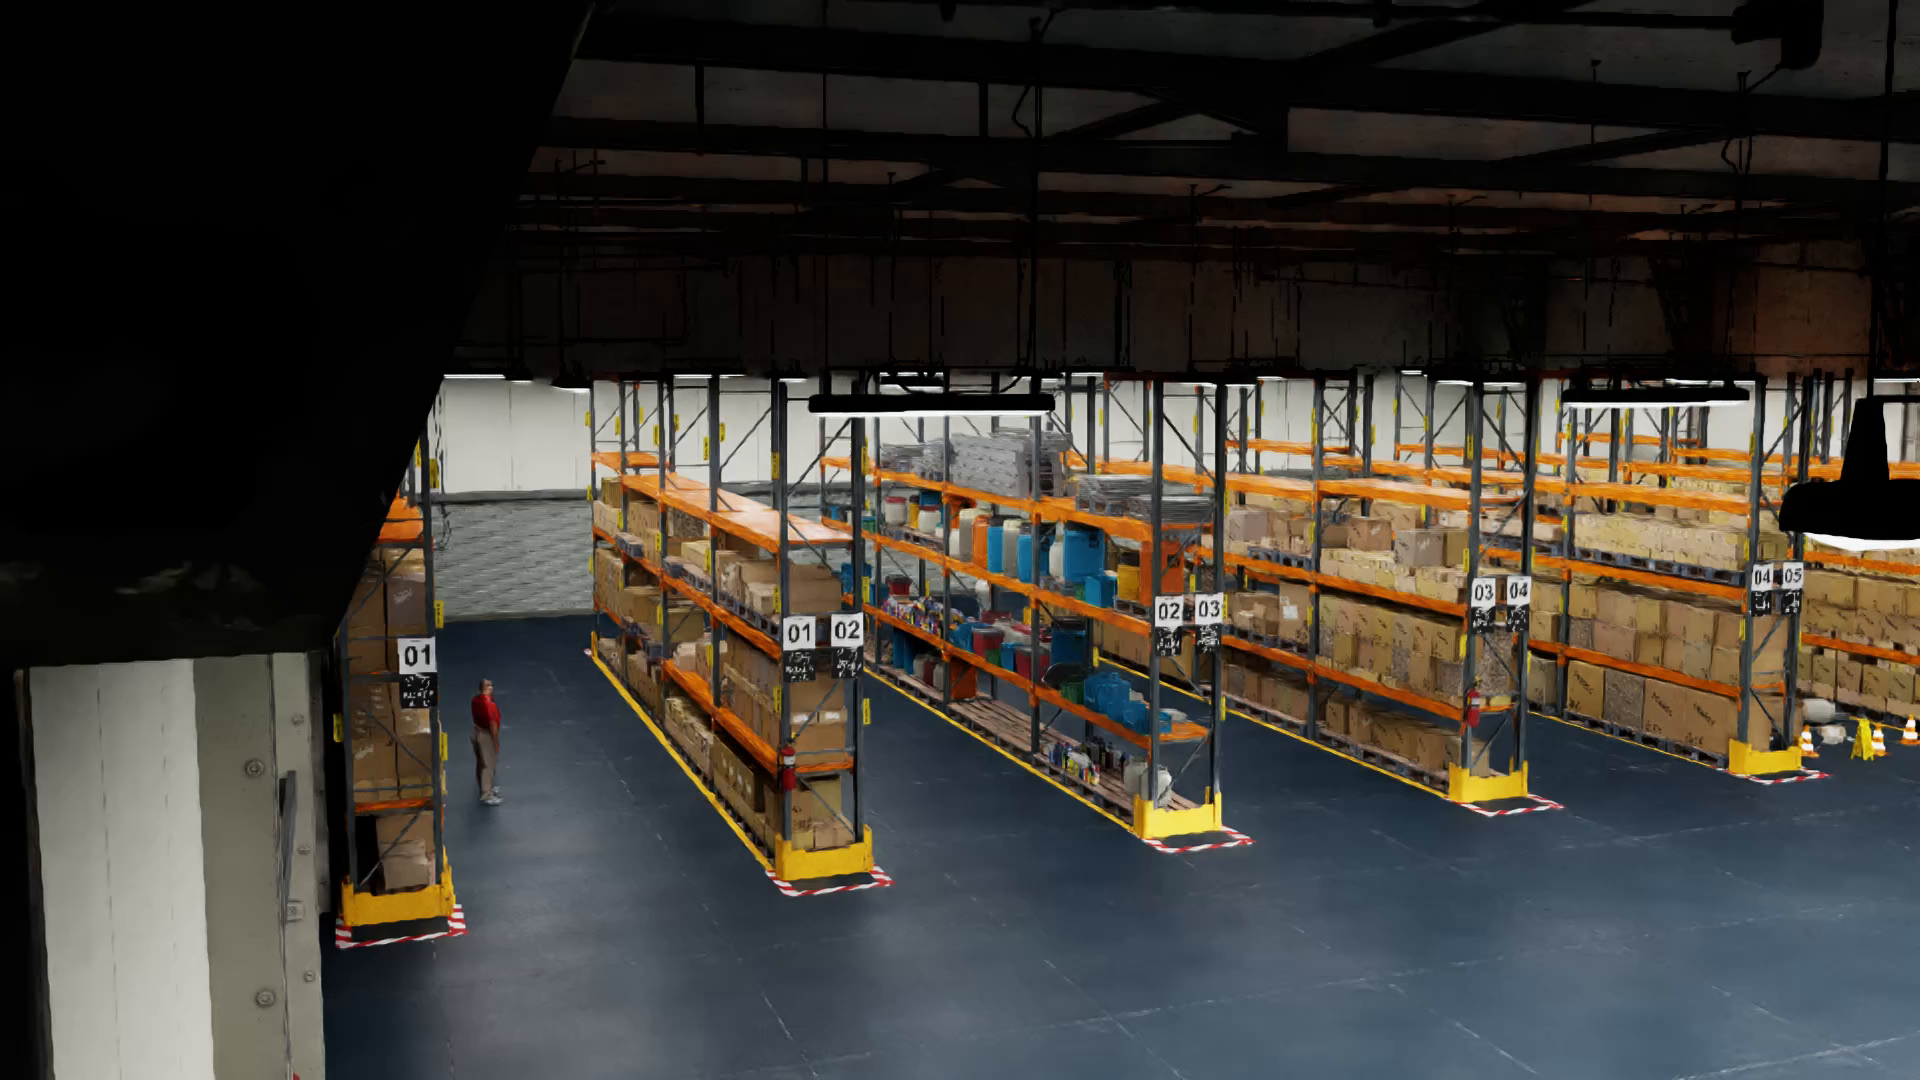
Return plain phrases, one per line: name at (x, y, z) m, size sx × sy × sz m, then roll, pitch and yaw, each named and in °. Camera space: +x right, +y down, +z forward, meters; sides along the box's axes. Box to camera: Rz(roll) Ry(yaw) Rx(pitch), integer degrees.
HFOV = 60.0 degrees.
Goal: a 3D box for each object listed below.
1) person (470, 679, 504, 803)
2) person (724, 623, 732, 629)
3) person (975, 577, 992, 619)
person at (-6.687, 2.824, 23.628) m, size 0.476 × 1.738 × 0.626 m, roll -6°, pitch 9°, yaw -44°
person at (-4.493, 1.794, 33.621) m, size 0.592 × 1.604 × 0.513 m, roll -3°, pitch 7°, yaw -22°
person at (0.614, 1.200, 38.475) m, size 0.460 × 1.667 × 0.572 m, roll -4°, pitch 7°, yaw -31°
